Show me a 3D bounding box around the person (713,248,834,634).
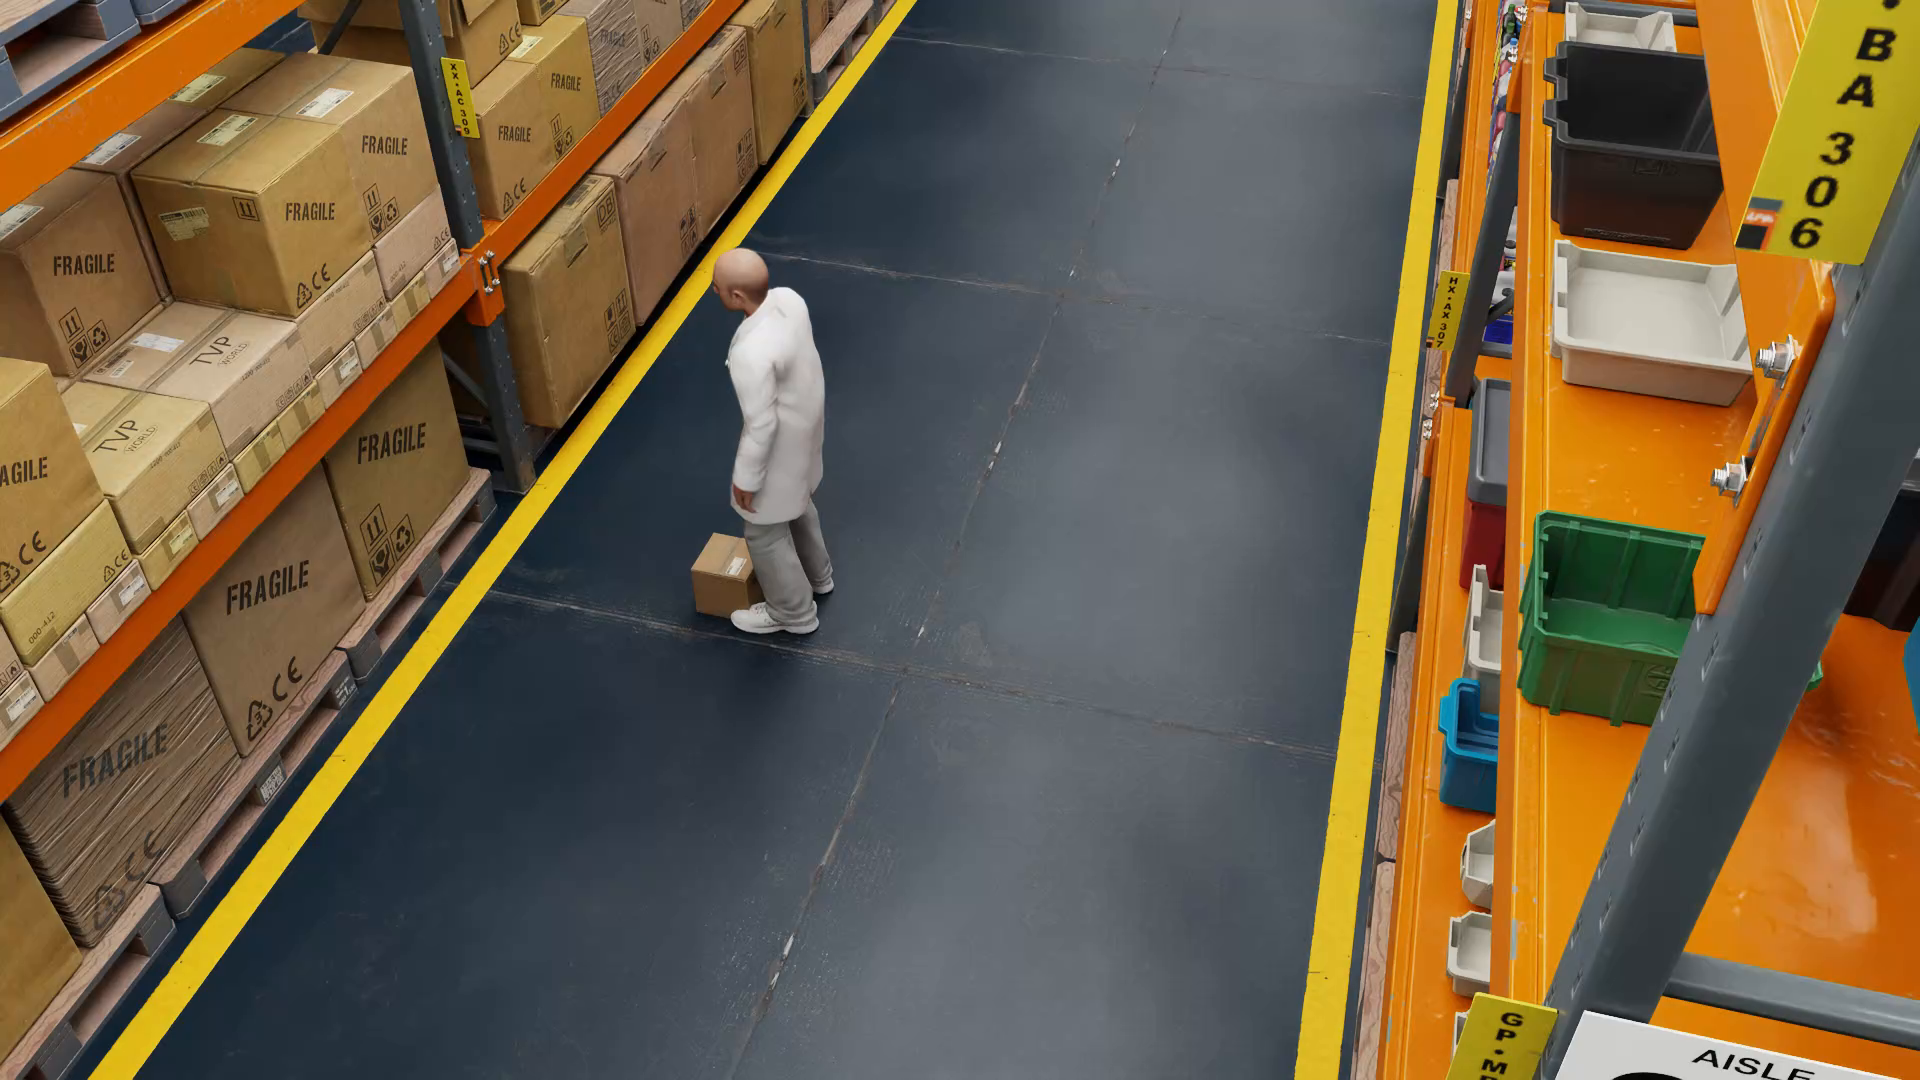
[{"bbox_3d":[-0.741,-0.378,6.612,0.415,1.774,0.653,9,41,11],"label":"person"}]
